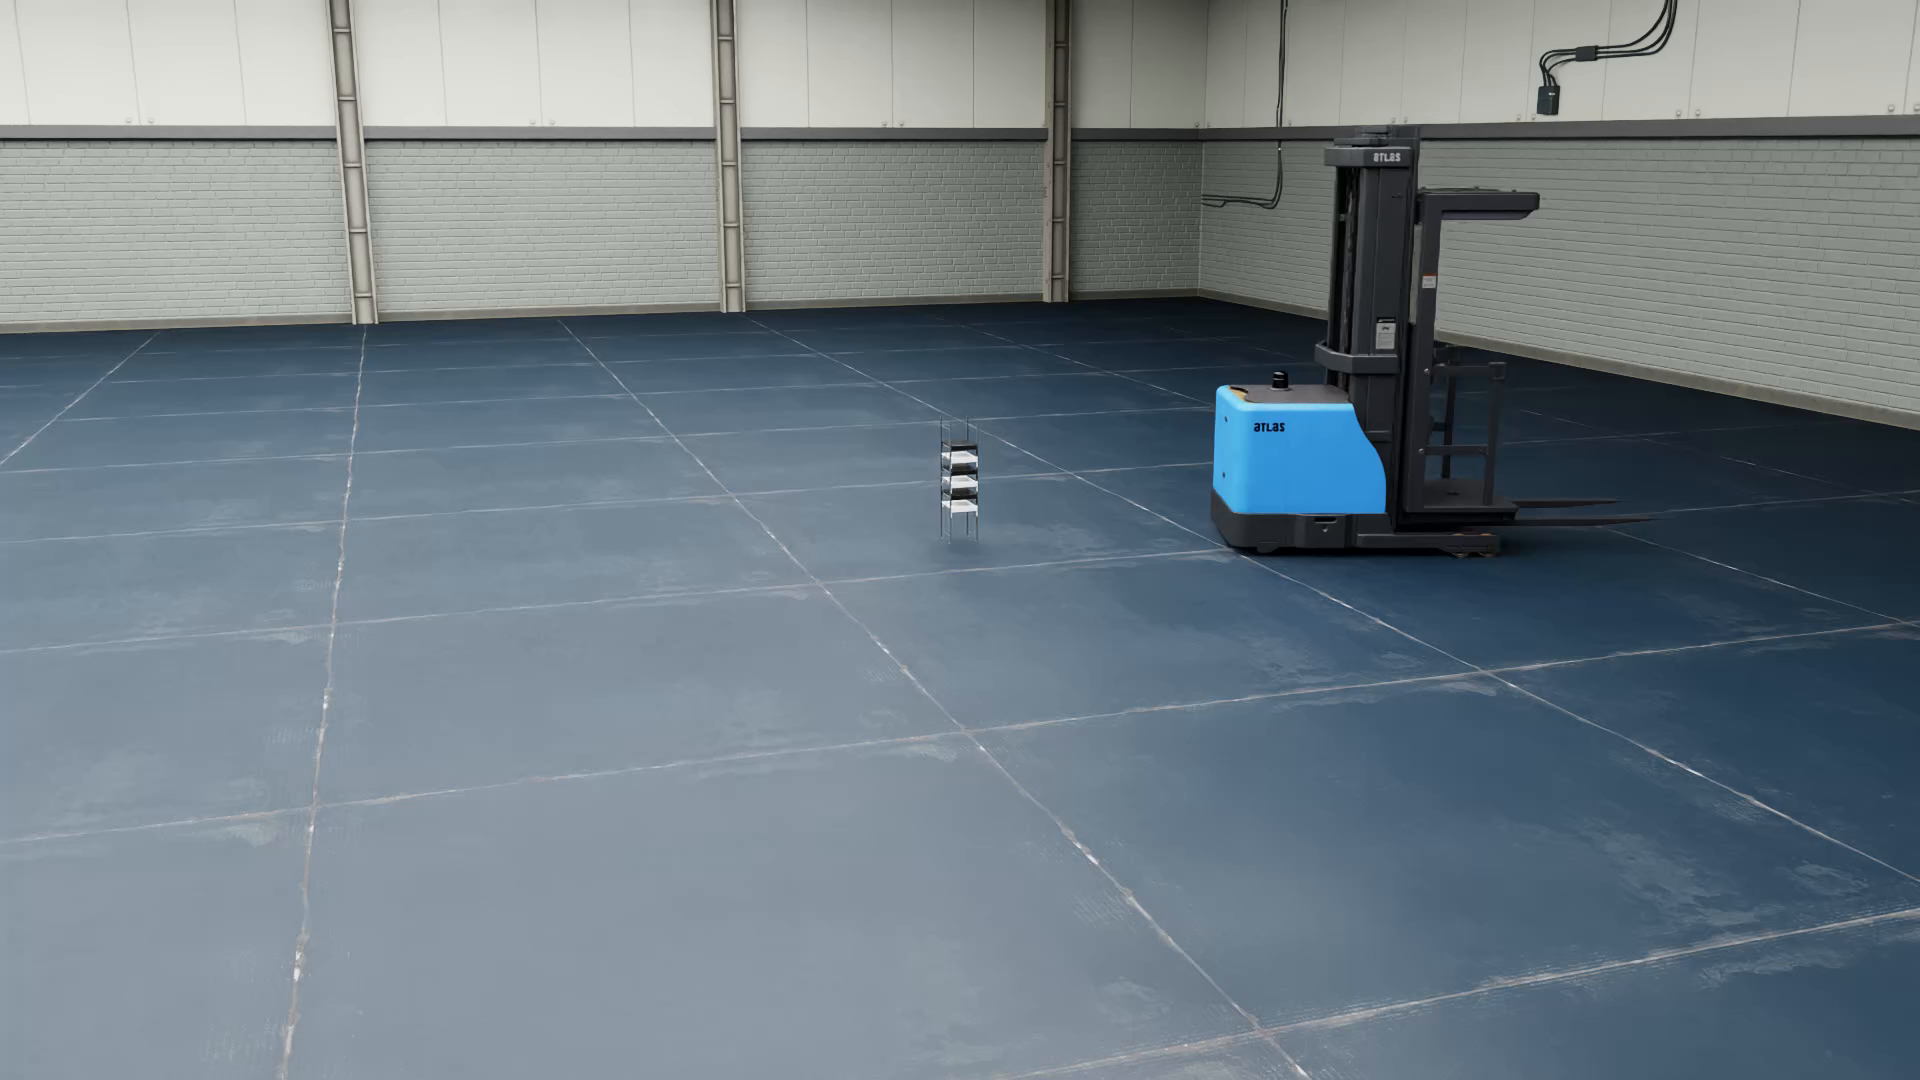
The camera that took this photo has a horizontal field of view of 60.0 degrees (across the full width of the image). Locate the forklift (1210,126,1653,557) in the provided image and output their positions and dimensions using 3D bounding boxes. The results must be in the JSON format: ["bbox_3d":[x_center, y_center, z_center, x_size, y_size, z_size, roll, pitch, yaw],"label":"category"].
[{"bbox_3d":[3.405,-1.429,11.818,3.031,2.935,1.130,0,13,-1],"label":"forklift"}]

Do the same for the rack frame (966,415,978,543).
[{"bbox_3d":[0.089,-0.445,12.068,0.006,0.900,0.240,-4,14,-18],"label":"rack frame"}]

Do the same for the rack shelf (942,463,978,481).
[{"bbox_3d":[-0.008,-0.492,12.023,0.200,0.077,0.258,-4,14,-18],"label":"rack shelf"}]

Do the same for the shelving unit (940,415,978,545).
[{"bbox_3d":[-0.008,-0.437,12.036,0.210,0.900,0.258,-4,14,-18],"label":"shelving unit"}]

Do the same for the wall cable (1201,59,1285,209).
[{"bbox_3d":[4.971,-7.192,29.642,0.112,2.526,3.097,-4,14,-18],"label":"wall cable"}]

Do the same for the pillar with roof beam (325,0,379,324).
[{"bbox_3d":[-8.243,-6.945,21.895,0.400,9.000,9.100,-4,14,-18],"label":"pillar with roof beam"}]

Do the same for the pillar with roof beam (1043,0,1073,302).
[{"bbox_3d":[3.131,-7.831,25.619,0.400,9.000,9.100,-4,14,-18],"label":"pillar with roof beam"}]

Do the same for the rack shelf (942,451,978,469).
[{"bbox_3d":[-0.008,-0.580,12.002,0.200,0.077,0.258,-4,14,-18],"label":"rack shelf"}]

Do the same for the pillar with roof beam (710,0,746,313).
[{"bbox_3d":[-2.556,-7.388,23.757,0.400,9.000,9.100,-4,14,-18],"label":"pillar with roof beam"}]

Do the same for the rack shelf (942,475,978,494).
[{"bbox_3d":[-0.008,-0.405,12.044,0.200,0.077,0.258,-4,14,-18],"label":"rack shelf"}]

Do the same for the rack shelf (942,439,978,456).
[{"bbox_3d":[-0.008,-0.667,11.981,0.200,0.077,0.258,-4,14,-18],"label":"rack shelf"}]

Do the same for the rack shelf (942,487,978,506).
[{"bbox_3d":[-0.008,-0.317,12.065,0.200,0.077,0.258,-4,14,-18],"label":"rack shelf"}]

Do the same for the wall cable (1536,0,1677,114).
[{"bbox_3d":[7.984,-8.274,20.131,0.169,6.003,2.305,-4,14,-18],"label":"wall cable"}]

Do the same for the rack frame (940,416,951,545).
[{"bbox_3d":[-0.104,-0.430,12.005,0.006,0.900,0.240,-4,14,-18],"label":"rack frame"}]

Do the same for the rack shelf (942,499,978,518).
[{"bbox_3d":[-0.008,-0.230,12.086,0.200,0.077,0.258,-4,14,-18],"label":"rack shelf"}]

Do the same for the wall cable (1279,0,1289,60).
[{"bbox_3d":[5.834,-9.056,26.563,0.112,2.526,3.097,-4,14,-18],"label":"wall cable"}]
